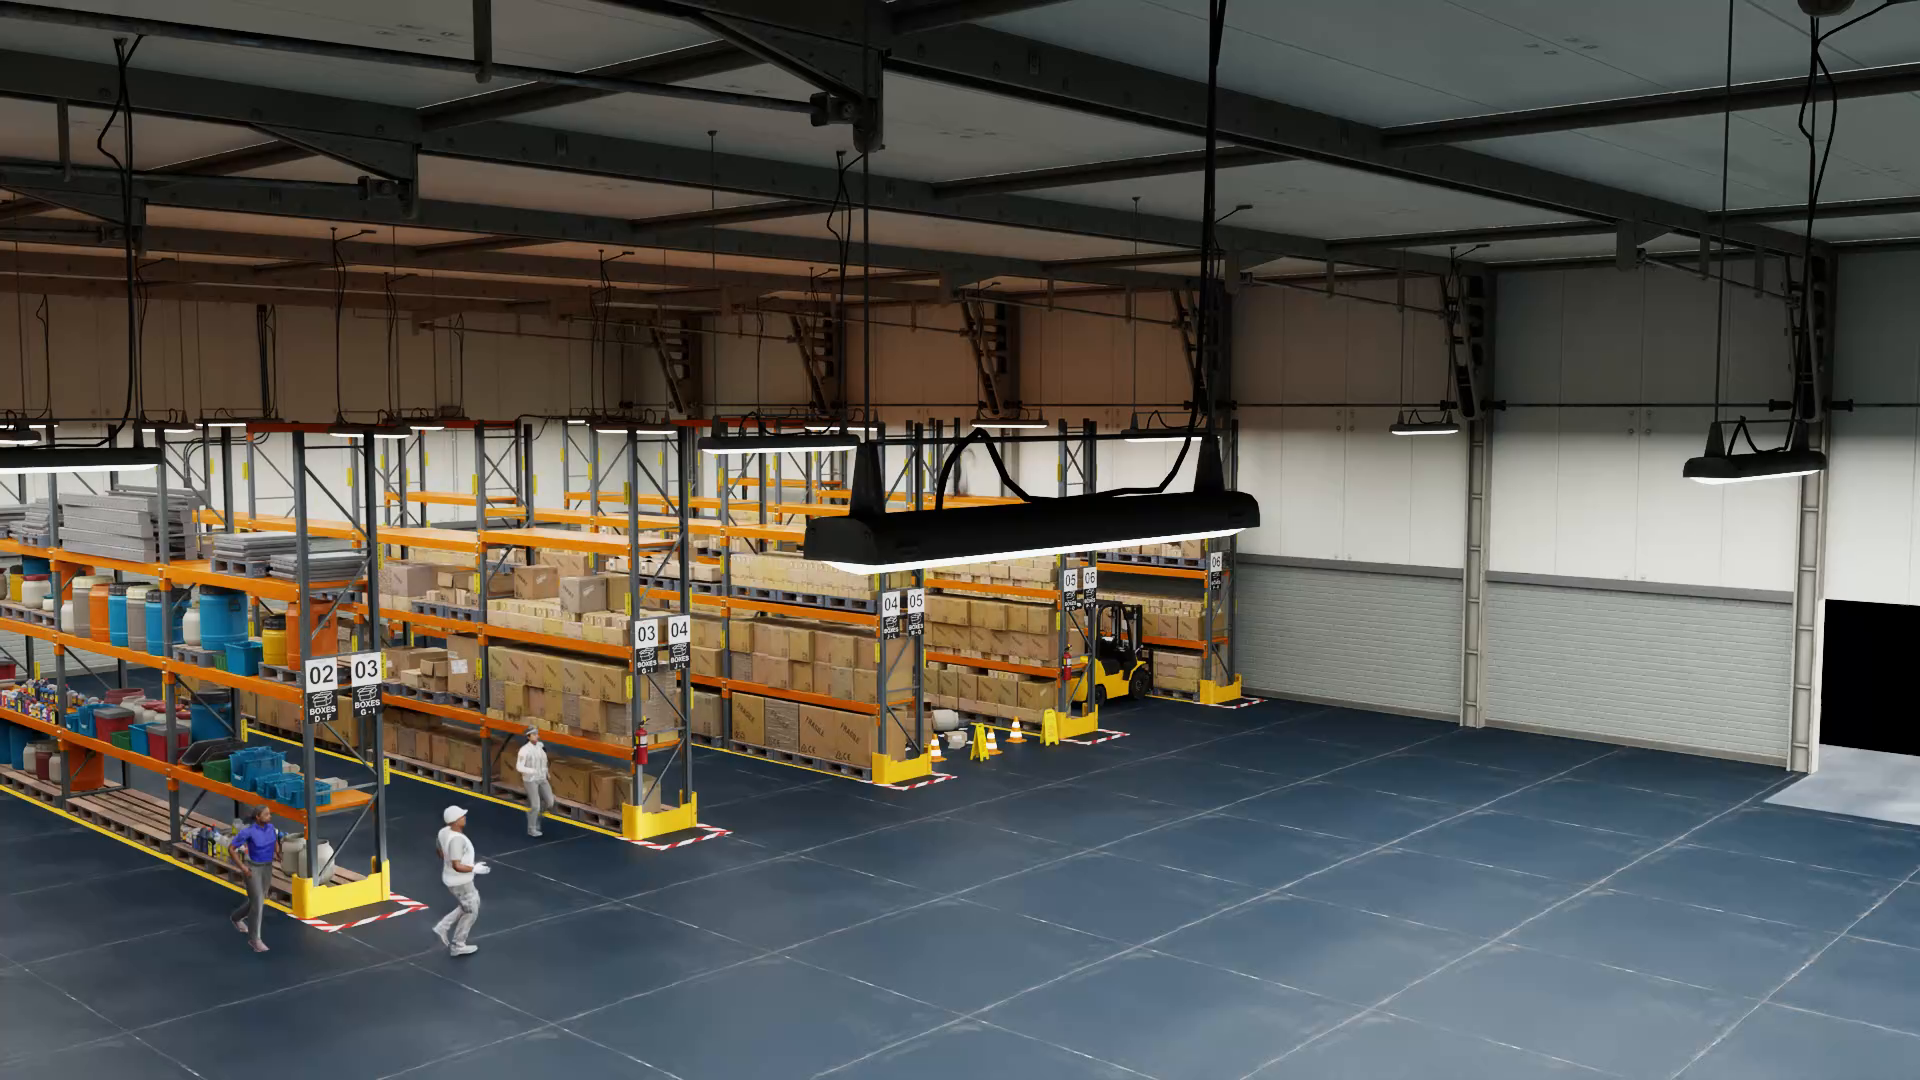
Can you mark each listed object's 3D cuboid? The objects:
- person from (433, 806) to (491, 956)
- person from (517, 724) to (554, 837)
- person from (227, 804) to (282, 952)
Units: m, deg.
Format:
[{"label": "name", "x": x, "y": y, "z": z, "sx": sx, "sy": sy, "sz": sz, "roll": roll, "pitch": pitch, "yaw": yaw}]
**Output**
[{"label": "person", "x": -5.737, "y": 3.900, "z": 19.098, "sx": 0.613, "sy": 1.734, "sz": 0.676, "roll": -2, "pitch": 5, "yaw": -27}, {"label": "person", "x": -6.177, "y": 3.516, "z": 24.295, "sx": 0.550, "sy": 1.647, "sz": 0.576, "roll": 3, "pitch": 6, "yaw": 37}, {"label": "person", "x": -8.319, "y": 3.948, "z": 19.614, "sx": 0.850, "sy": 1.611, "sz": 0.650, "roll": 2, "pitch": 5, "yaw": 22}]
